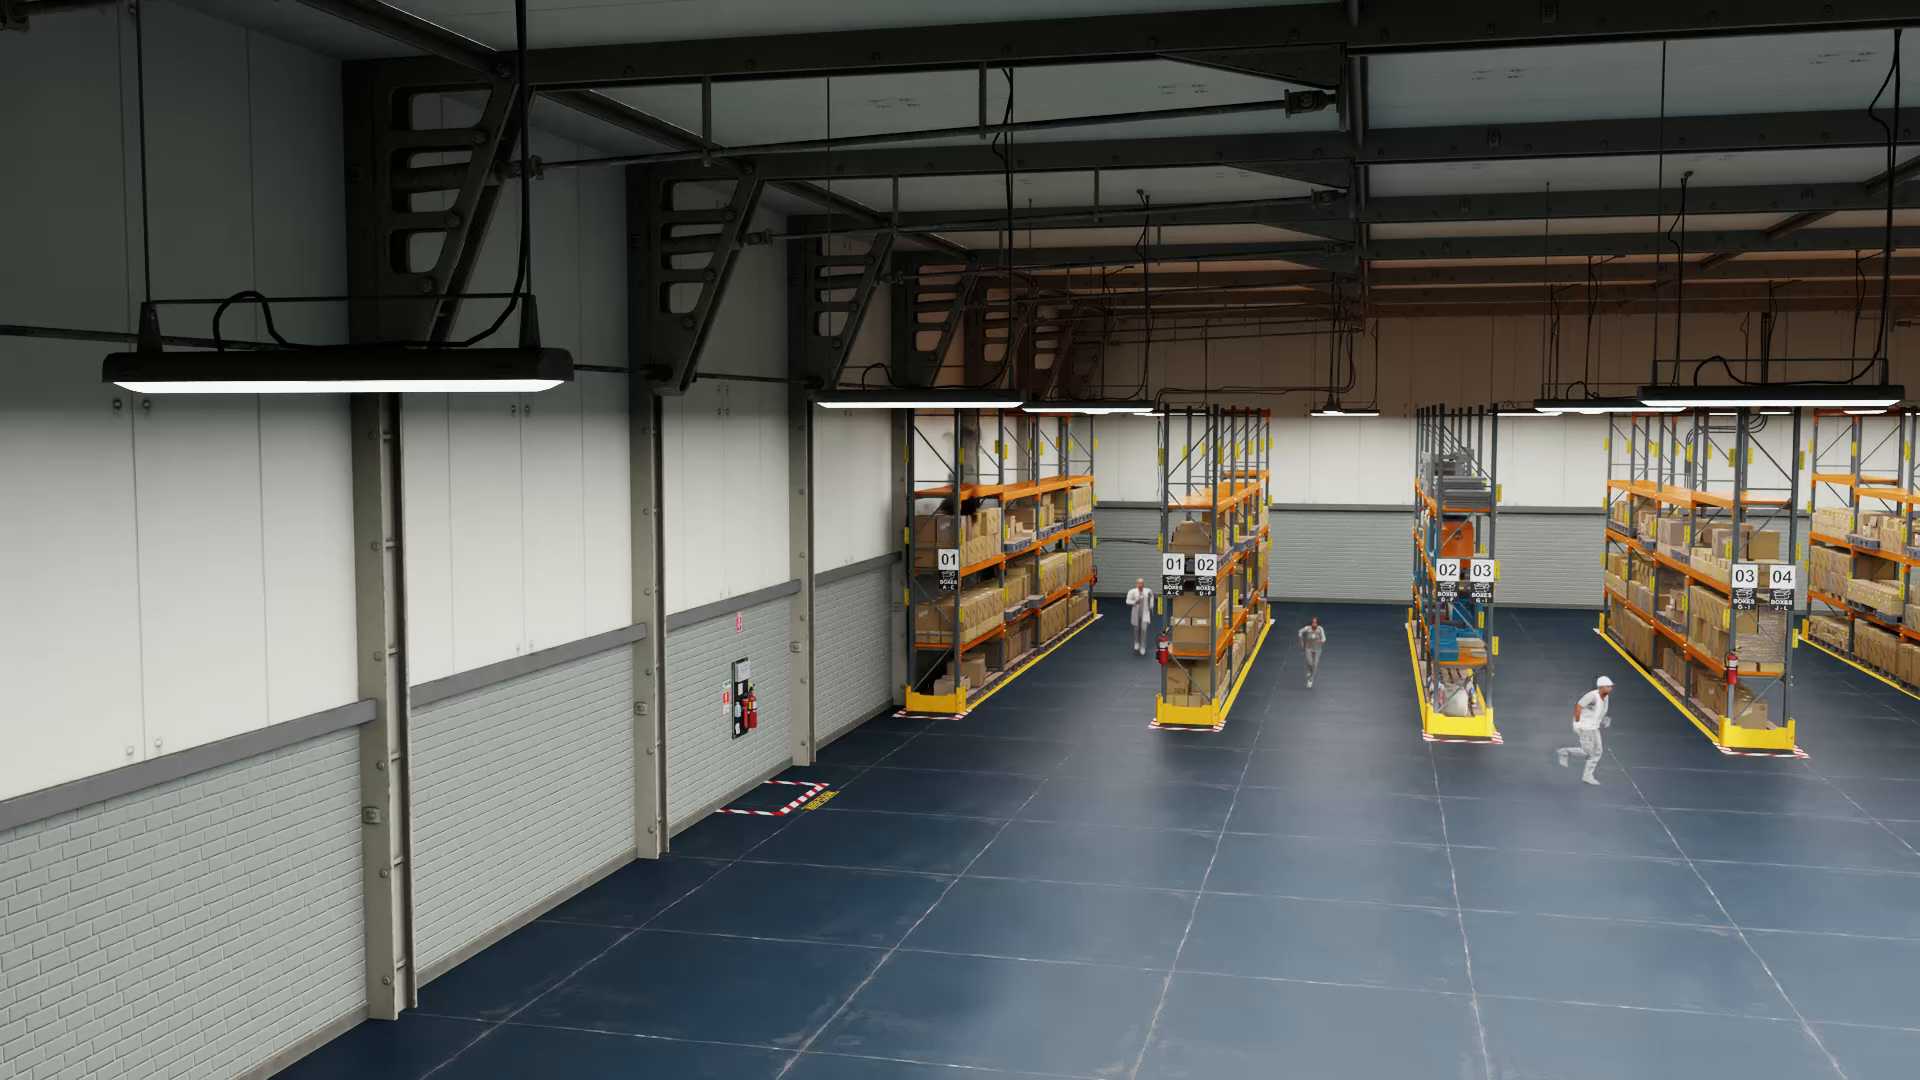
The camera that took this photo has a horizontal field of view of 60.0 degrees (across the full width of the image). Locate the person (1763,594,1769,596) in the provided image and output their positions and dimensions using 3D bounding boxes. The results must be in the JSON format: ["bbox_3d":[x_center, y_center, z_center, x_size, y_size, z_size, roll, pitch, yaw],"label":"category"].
[{"bbox_3d":[20.899,1.691,43.579,0.708,1.720,0.730,4,6,42],"label":"person"}]

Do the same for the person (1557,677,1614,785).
[{"bbox_3d":[9.886,2.978,26.261,0.859,1.713,0.680,4,6,41],"label":"person"}]

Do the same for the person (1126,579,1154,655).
[{"bbox_3d":[4.402,1.855,40.657,0.680,1.822,0.797,0,4,4],"label":"person"}]

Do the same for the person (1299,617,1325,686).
[{"bbox_3d":[7.494,2.386,35.366,0.524,1.525,0.727,0,4,3],"label":"person"}]
